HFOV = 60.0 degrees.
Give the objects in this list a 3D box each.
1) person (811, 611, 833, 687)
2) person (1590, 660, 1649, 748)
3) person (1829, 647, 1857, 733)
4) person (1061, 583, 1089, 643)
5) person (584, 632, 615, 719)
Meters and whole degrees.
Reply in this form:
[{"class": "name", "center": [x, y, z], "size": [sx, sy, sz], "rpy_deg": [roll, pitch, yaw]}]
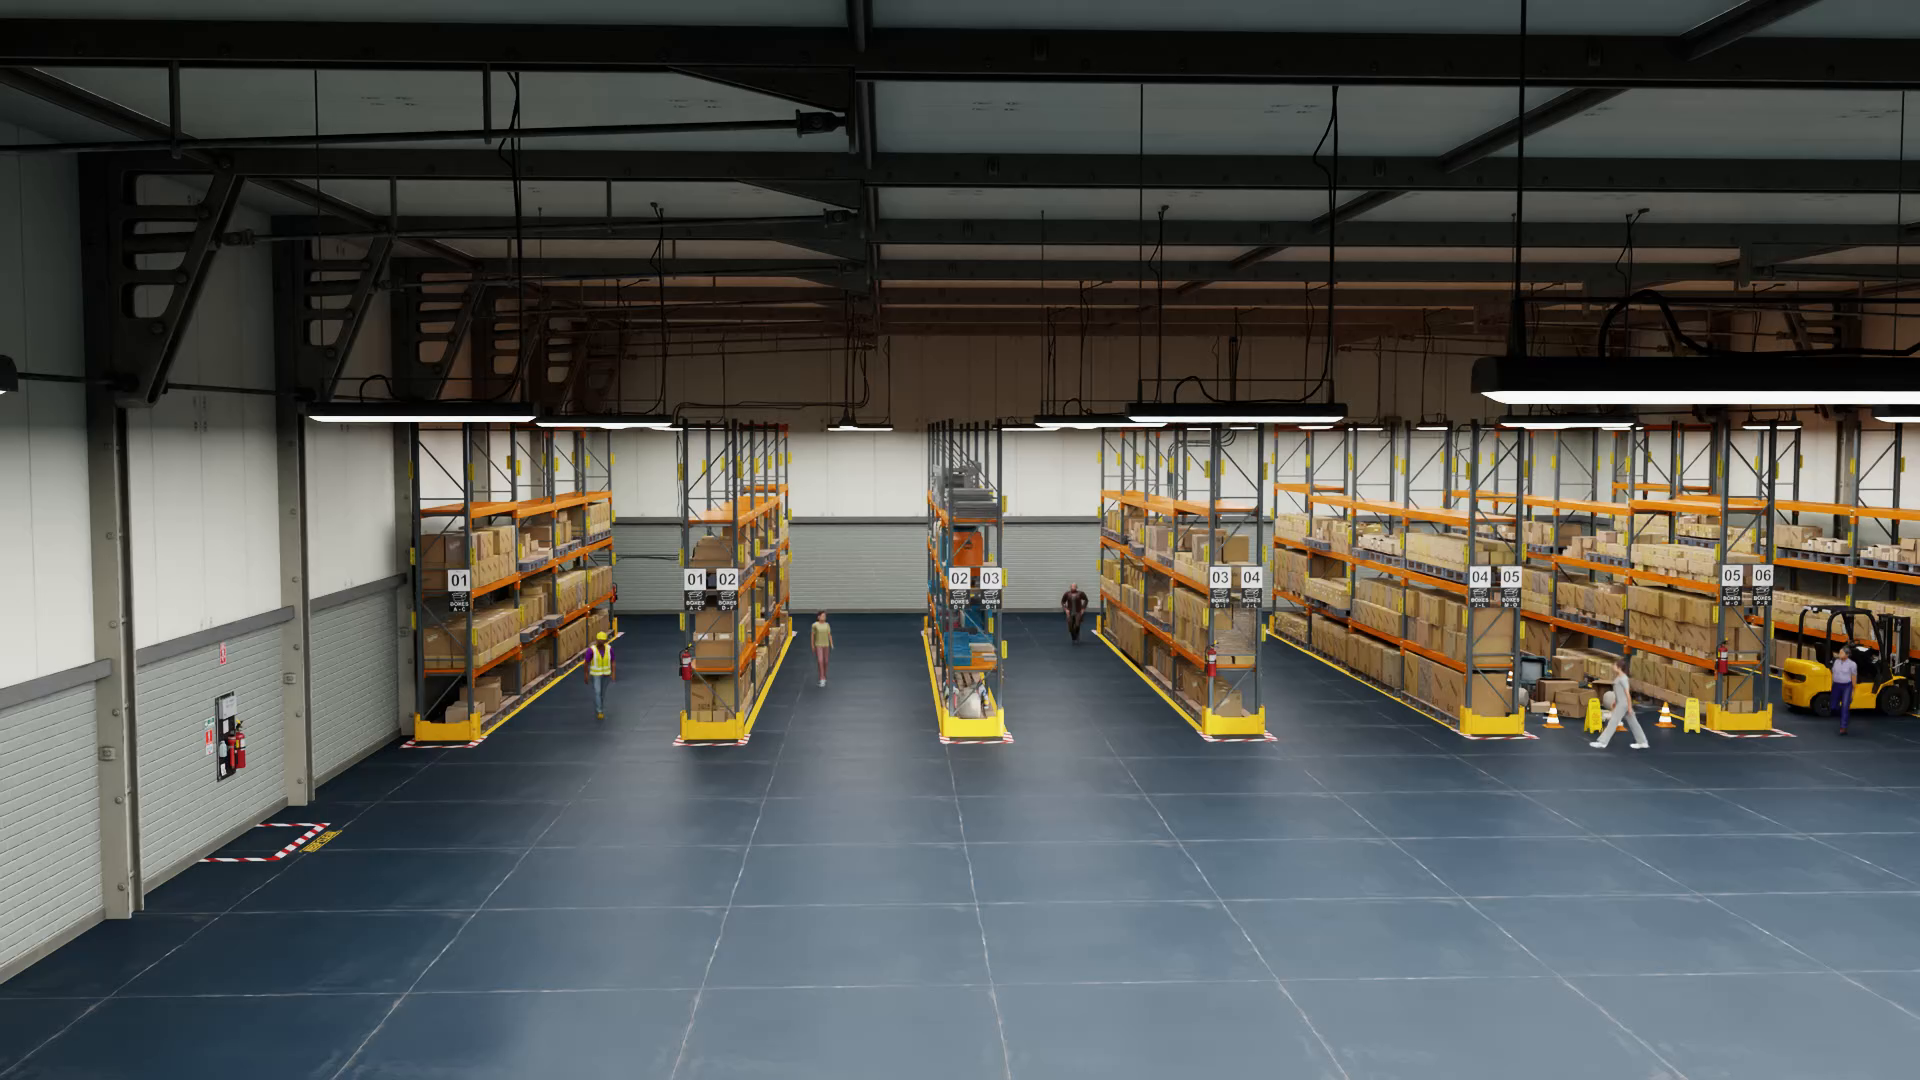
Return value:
[{"class": "person", "center": [-3.100, 2.469, 37.991], "size": [0.464, 1.675, 0.721], "rpy_deg": [-2, 4, -28]}, {"class": "person", "center": [11.949, 2.964, 30.115], "size": [1.023, 1.598, 0.491], "rpy_deg": [1, 4, 14]}, {"class": "person", "center": [16.976, 2.849, 31.886], "size": [0.662, 1.627, 0.473], "rpy_deg": [-3, 5, -42]}, {"class": "person", "center": [3.132, 1.987, 45.326], "size": [0.753, 1.689, 0.642], "rpy_deg": [1, 4, 8]}, {"class": "person", "center": [-7.195, 2.698, 33.381], "size": [0.591, 1.705, 1.033], "rpy_deg": [-3, 4, -35]}]
